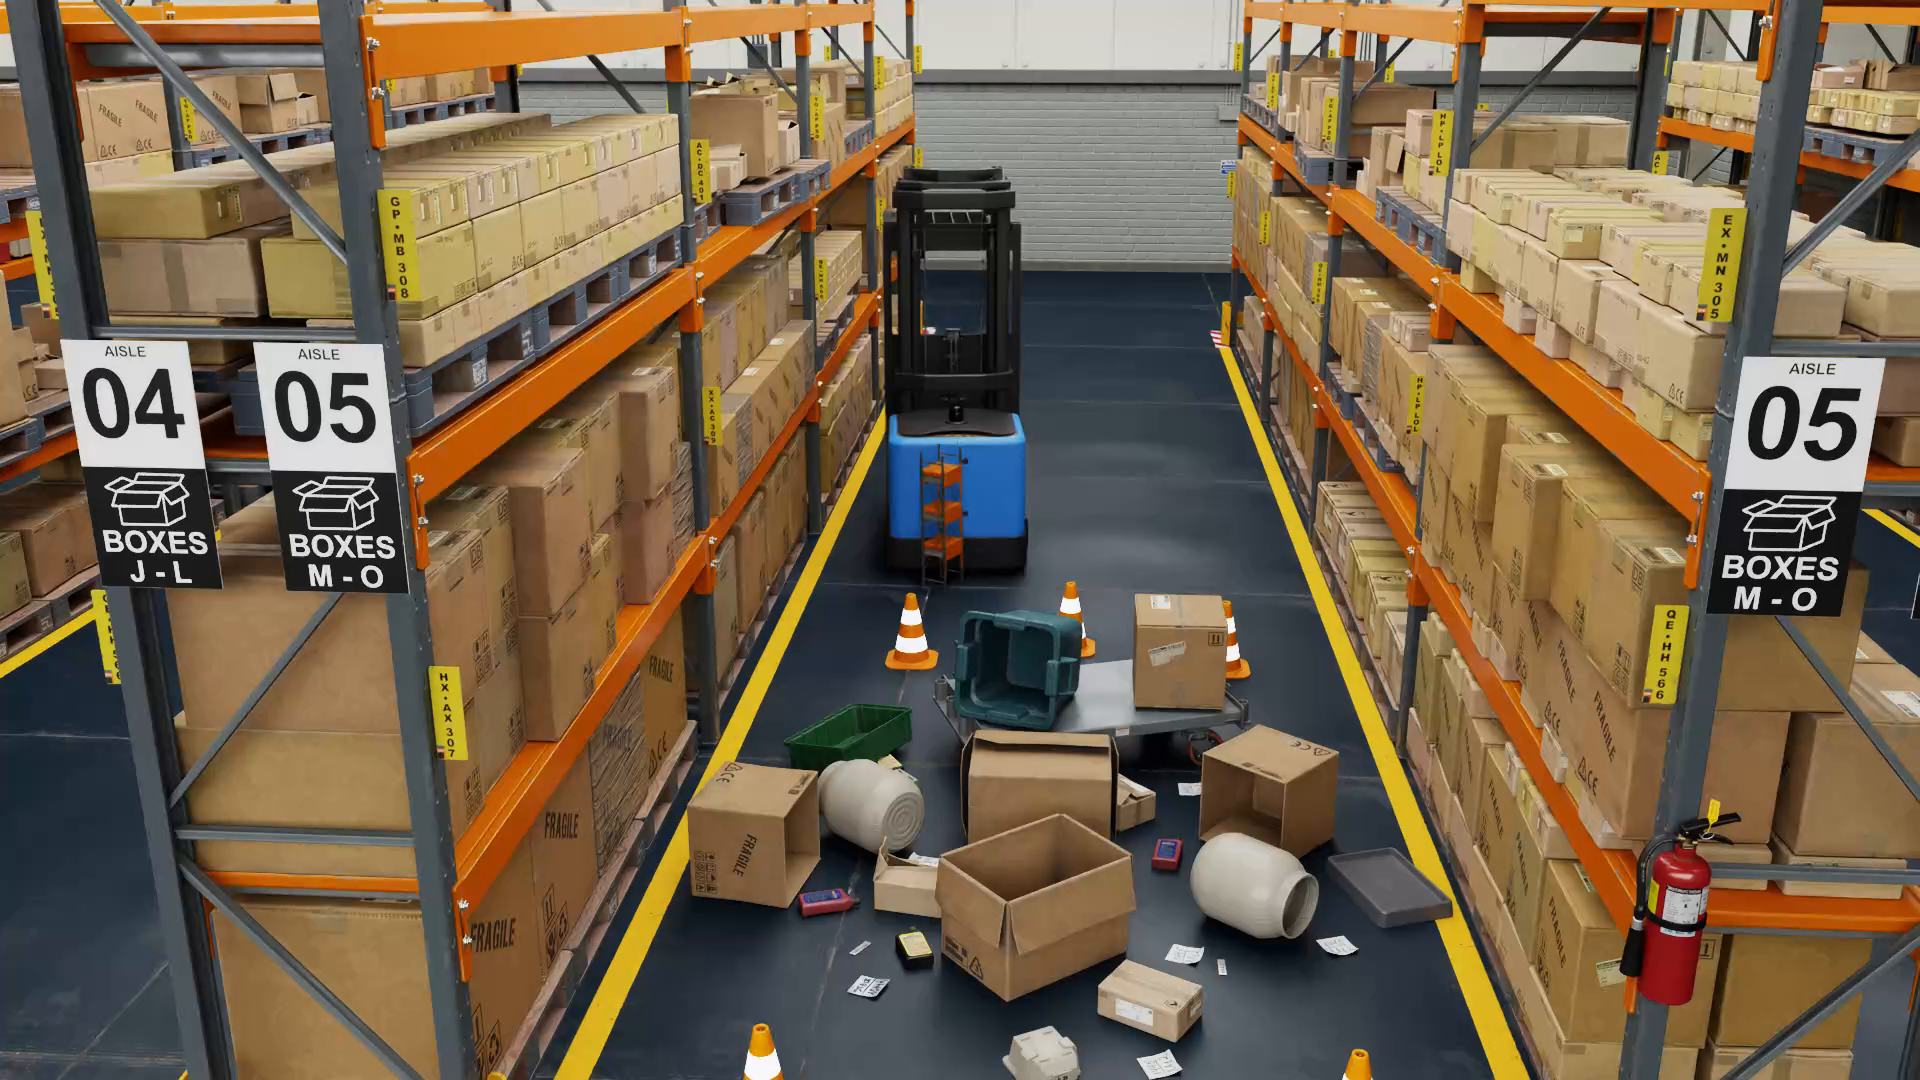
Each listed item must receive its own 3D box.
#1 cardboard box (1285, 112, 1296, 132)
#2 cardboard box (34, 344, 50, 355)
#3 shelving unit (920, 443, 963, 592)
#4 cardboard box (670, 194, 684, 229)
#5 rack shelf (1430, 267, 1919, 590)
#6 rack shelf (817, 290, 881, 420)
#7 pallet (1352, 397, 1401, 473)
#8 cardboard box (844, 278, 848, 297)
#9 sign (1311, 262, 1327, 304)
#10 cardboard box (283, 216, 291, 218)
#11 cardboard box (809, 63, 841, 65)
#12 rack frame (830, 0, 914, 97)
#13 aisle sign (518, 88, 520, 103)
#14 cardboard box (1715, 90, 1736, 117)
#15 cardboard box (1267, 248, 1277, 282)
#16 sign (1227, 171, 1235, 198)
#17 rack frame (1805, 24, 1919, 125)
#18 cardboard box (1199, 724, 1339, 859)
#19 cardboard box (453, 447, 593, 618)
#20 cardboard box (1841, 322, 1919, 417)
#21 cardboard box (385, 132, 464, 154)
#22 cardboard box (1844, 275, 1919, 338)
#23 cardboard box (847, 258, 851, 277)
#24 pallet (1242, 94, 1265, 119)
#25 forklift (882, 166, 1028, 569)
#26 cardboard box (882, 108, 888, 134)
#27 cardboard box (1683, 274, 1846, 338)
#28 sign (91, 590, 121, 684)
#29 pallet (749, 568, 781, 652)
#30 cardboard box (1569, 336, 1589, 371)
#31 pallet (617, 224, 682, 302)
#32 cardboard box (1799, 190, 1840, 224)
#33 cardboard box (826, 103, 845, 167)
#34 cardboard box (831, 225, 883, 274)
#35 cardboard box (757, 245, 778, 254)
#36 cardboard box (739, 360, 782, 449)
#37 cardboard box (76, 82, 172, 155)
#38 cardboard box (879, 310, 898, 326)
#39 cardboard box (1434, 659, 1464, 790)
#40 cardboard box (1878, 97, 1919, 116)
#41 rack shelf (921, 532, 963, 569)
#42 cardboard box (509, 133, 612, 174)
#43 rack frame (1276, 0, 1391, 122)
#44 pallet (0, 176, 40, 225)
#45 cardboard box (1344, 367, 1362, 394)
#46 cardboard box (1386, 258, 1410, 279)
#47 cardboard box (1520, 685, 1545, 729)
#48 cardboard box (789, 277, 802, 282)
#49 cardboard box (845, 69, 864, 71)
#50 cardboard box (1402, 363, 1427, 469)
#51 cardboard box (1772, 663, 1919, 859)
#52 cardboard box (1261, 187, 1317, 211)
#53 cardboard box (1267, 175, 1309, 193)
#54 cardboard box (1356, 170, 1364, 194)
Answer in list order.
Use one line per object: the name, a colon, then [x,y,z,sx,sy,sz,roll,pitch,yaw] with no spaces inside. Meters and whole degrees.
cardboard box: [3.158,-3.781,15.027,0.380,0.166,0.250,0,18,0]
cardboard box: [-6.923,-1.244,11.967,0.500,0.250,0.500,1,18,2]
shelving unit: [-0.133,-0.162,12.220,0.215,1.050,0.252,11,23,30]
cardboard box: [-1.627,-1.679,8.481,0.380,0.149,0.250,1,18,4]
rack shelf: [2.881,-0.630,6.865,1.077,0.370,4.000,1,18,4]
rack shelf: [-1.490,-1.768,15.156,1.077,0.370,4.000,1,18,4]
pallet: [3.210,-0.703,11.058,1.003,0.211,1.213,1,18,4]
cardboard box: [-1.248,-2.361,15.540,0.380,0.149,0.250,1,18,2]
sign: [2.758,-1.971,12.762,0.100,0.325,0.005,1,18,4]
cardboard box: [-2.414,-1.060,5.952,0.500,0.250,0.500,1,18,4]
cardboard box: [-1.483,-5.260,18.638,0.380,0.149,0.250,2,18,6]
rack frame: [-1.060,-6.824,19.797,1.000,3.000,0.127,1,18,4]
aisle sign: [-5.695,-5.366,20.808,0.394,0.787,0.004,1,18,4]
cardboard box: [8.453,-4.670,17.804,0.500,0.250,0.500,1,18,3]
cardboard box: [3.285,-2.688,16.246,0.500,0.250,0.500,1,18,2]
sign: [3.332,-4.357,20.386,0.100,0.325,0.005,1,18,4]
rack frame: [8.549,-5.393,15.430,1.000,3.000,0.127,1,18,4]
cardboard box: [1.591,1.322,8.582,0.500,0.500,0.500,17,25,41]
cardboard box: [-2.018,-0.046,6.773,0.875,0.550,0.550,1,18,4]
cardboard box: [3.040,-0.571,5.293,0.500,0.250,0.500,1,18,3]
cardboard box: [-2.375,-1.678,7.196,0.380,0.149,0.250,1,18,4]
cardboard box: [2.967,-0.716,5.095,0.380,0.149,0.250,1,18,4]
cardboard box: [-1.232,-2.581,15.733,0.380,0.149,0.250,1,18,2]
pallet: [3.842,-5.047,19.333,1.003,0.211,1.213,1,18,4]
forklift: [-0.074,-1.583,13.547,1.130,2.935,3.031,-1,18,-2]
cardboard box: [-1.023,-4.379,17.392,0.500,0.250,0.500,1,18,3]
cardboard box: [2.468,-0.721,5.113,0.380,0.149,0.250,1,18,4]
sign: [-2.747,0.317,5.399,0.100,0.325,0.005,1,18,4]
pallet: [-1.855,0.458,11.687,1.003,0.211,1.213,1,18,4]
cardboard box: [2.604,-0.745,6.466,0.380,0.149,0.250,1,18,2]
pallet: [-1.989,-1.376,8.129,1.003,0.211,1.213,1,18,4]
cardboard box: [8.921,-3.425,17.618,0.500,0.500,0.500,1,18,2]
cardboard box: [-1.267,-3.444,14.138,0.500,0.500,0.500,1,18,4]
cardboard box: [-1.060,-3.068,17.330,0.500,0.500,0.500,1,18,3]
cardboard box: [-1.906,-2.658,15.492,0.380,0.149,0.250,1,18,3]
cardboard box: [-1.503,-0.921,11.255,0.500,0.500,0.500,2,18,5]
cardboard box: [-6.358,-3.187,12.552,0.500,0.500,0.500,2,18,5]
cardboard box: [-0.857,-2.607,19.510,0.380,0.149,0.250,2,18,6]
cardboard box: [2.686,0.927,8.313,0.500,0.500,0.500,2,18,6]
cardboard box: [8.039,-3.674,14.092,0.380,0.149,0.250,1,18,4]
rack shelf: [-0.129,0.110,12.316,0.215,0.259,0.240,11,23,30]
cardboard box: [-1.719,-1.666,7.160,0.380,0.149,0.250,1,18,3]
rack frame: [3.598,-5.503,15.764,1.000,3.000,0.127,1,18,4]
pallet: [-6.638,-2.236,10.914,1.213,0.211,1.003,1,18,4]
cardboard box: [2.943,-1.137,11.804,0.380,0.149,0.250,1,18,4]
cardboard box: [3.591,-2.080,13.187,0.500,0.500,0.500,1,18,2]
cardboard box: [2.573,0.675,6.950,0.380,0.149,0.250,1,18,3]
cardboard box: [-1.390,-2.074,13.709,0.380,0.149,0.250,1,18,2]
cardboard box: [-1.070,-4.760,17.113,0.380,0.149,0.250,1,18,3]
cardboard box: [2.829,-0.704,9.442,0.500,0.500,0.500,1,18,3]
cardboard box: [3.048,0.745,5.693,0.500,0.500,0.500,1,18,3]
cardboard box: [3.357,-3.327,16.993,0.500,0.500,0.500,1,18,3]
cardboard box: [3.303,-3.585,16.740,0.380,0.149,0.250,1,18,3]
cardboard box: [3.119,-2.621,12.192,0.380,0.149,0.250,1,18,4]
